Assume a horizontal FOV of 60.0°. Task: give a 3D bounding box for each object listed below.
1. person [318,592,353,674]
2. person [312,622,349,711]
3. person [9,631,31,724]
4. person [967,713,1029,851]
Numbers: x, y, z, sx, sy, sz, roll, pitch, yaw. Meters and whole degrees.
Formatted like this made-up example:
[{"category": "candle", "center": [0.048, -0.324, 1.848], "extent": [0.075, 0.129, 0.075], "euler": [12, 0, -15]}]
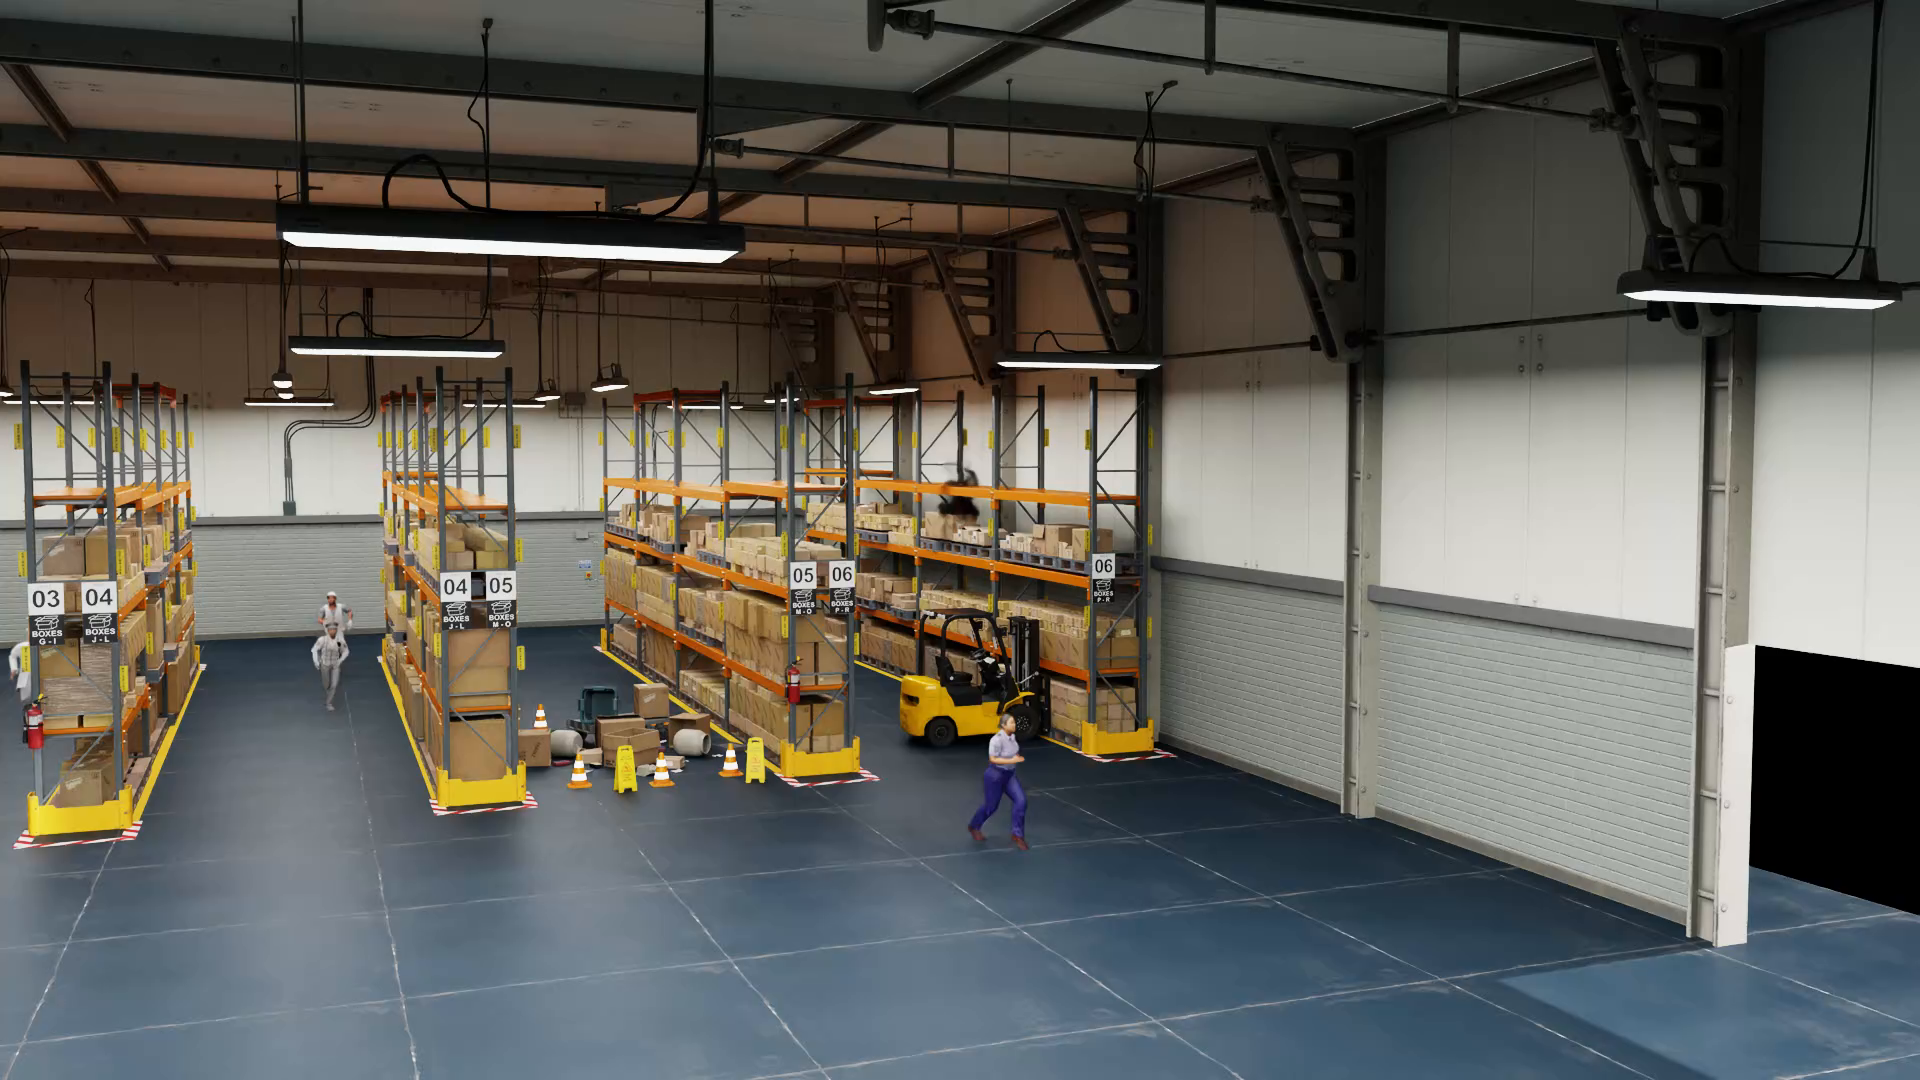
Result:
[{"category": "person", "center": [-13.280, 1.980, 35.344], "extent": [0.677, 1.789, 0.888], "euler": [-1, 4, -15]}, {"category": "person", "center": [-11.740, 2.338, 31.033], "extent": [0.646, 1.656, 0.669], "euler": [-1, 4, -23]}, {"category": "person", "center": [-16.055, 2.378, 28.763], "extent": [0.704, 1.706, 0.644], "euler": [-2, 4, -26]}, {"category": "person", "center": [0.466, 2.964, 20.465], "extent": [0.868, 1.694, 0.627], "euler": [2, 4, 33]}]
